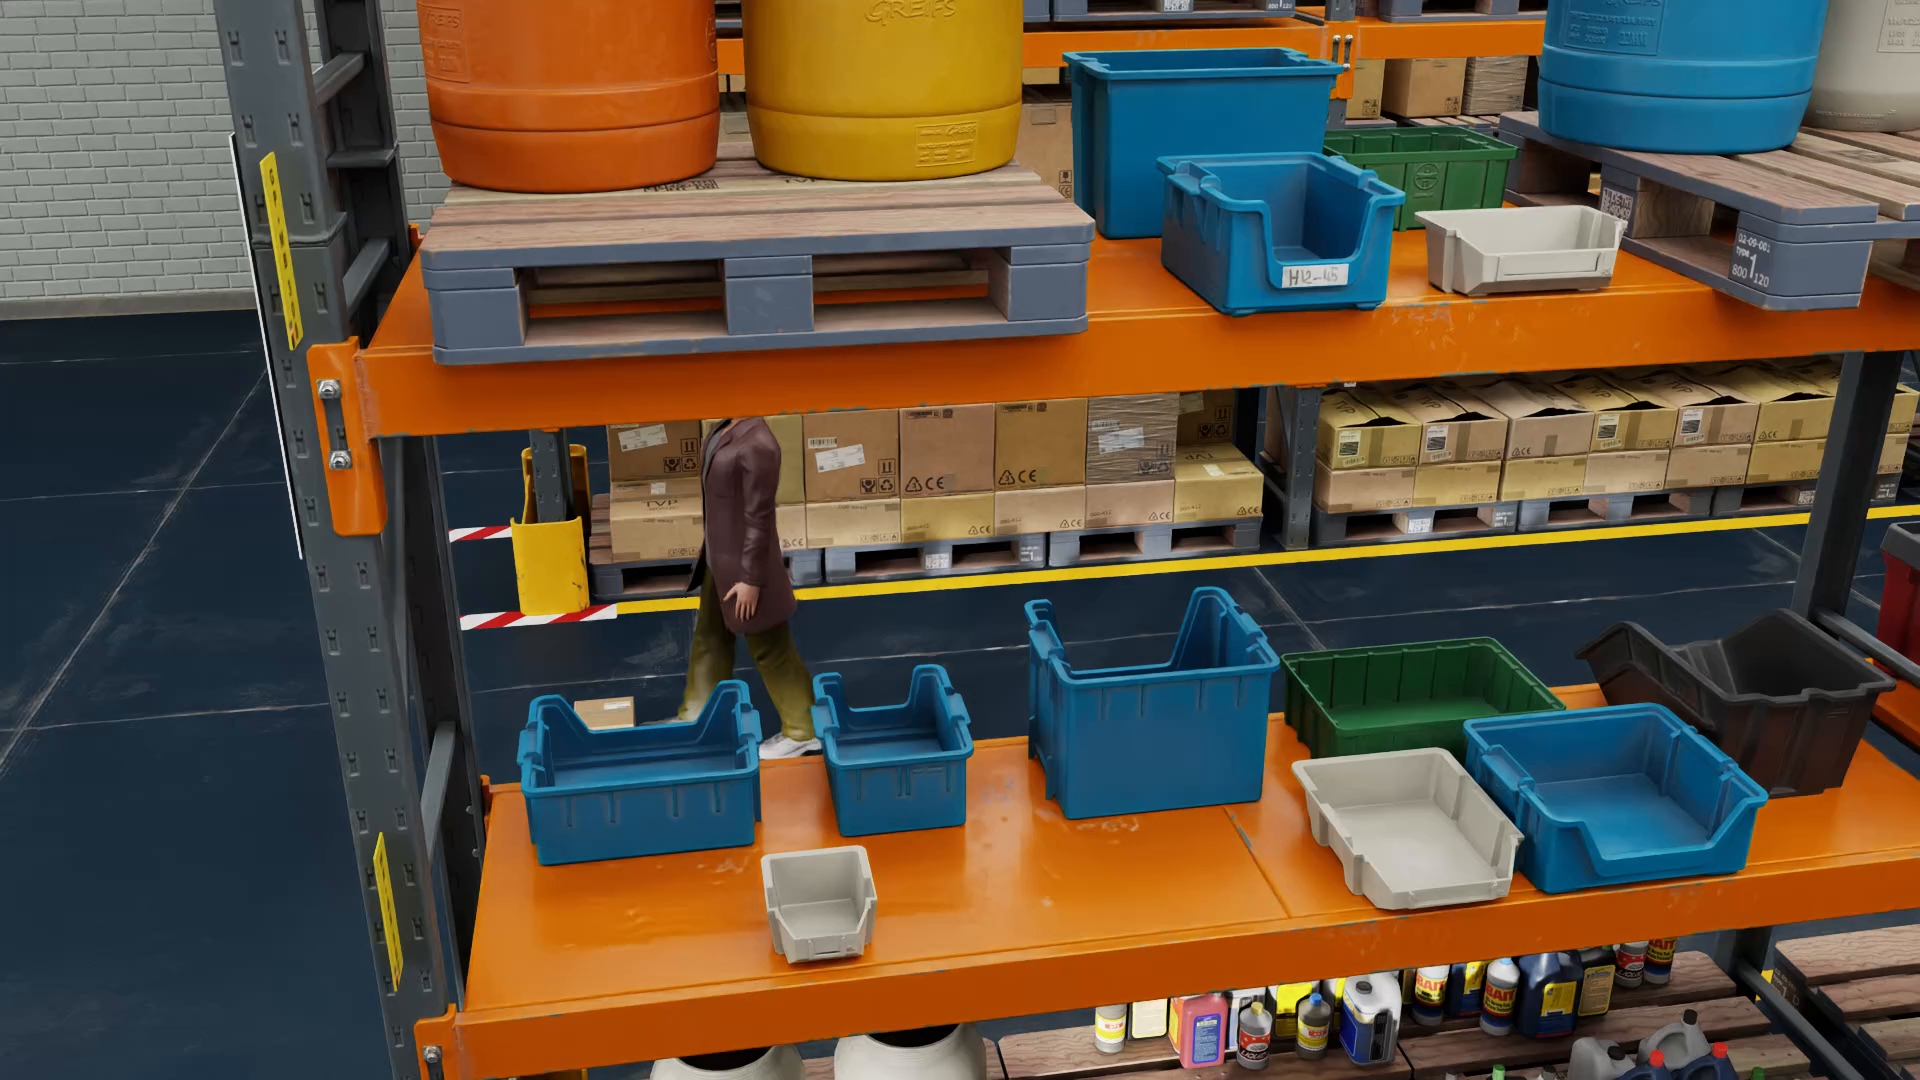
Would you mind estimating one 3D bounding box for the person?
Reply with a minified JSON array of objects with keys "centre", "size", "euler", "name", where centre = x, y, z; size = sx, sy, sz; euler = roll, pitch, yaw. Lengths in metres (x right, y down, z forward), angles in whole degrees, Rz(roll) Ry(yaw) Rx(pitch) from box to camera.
[{"centre":[-0.960,0.094,6.886],"size":[0.827,1.771,0.593],"euler":[-7,24,-17],"name":"person"}]
